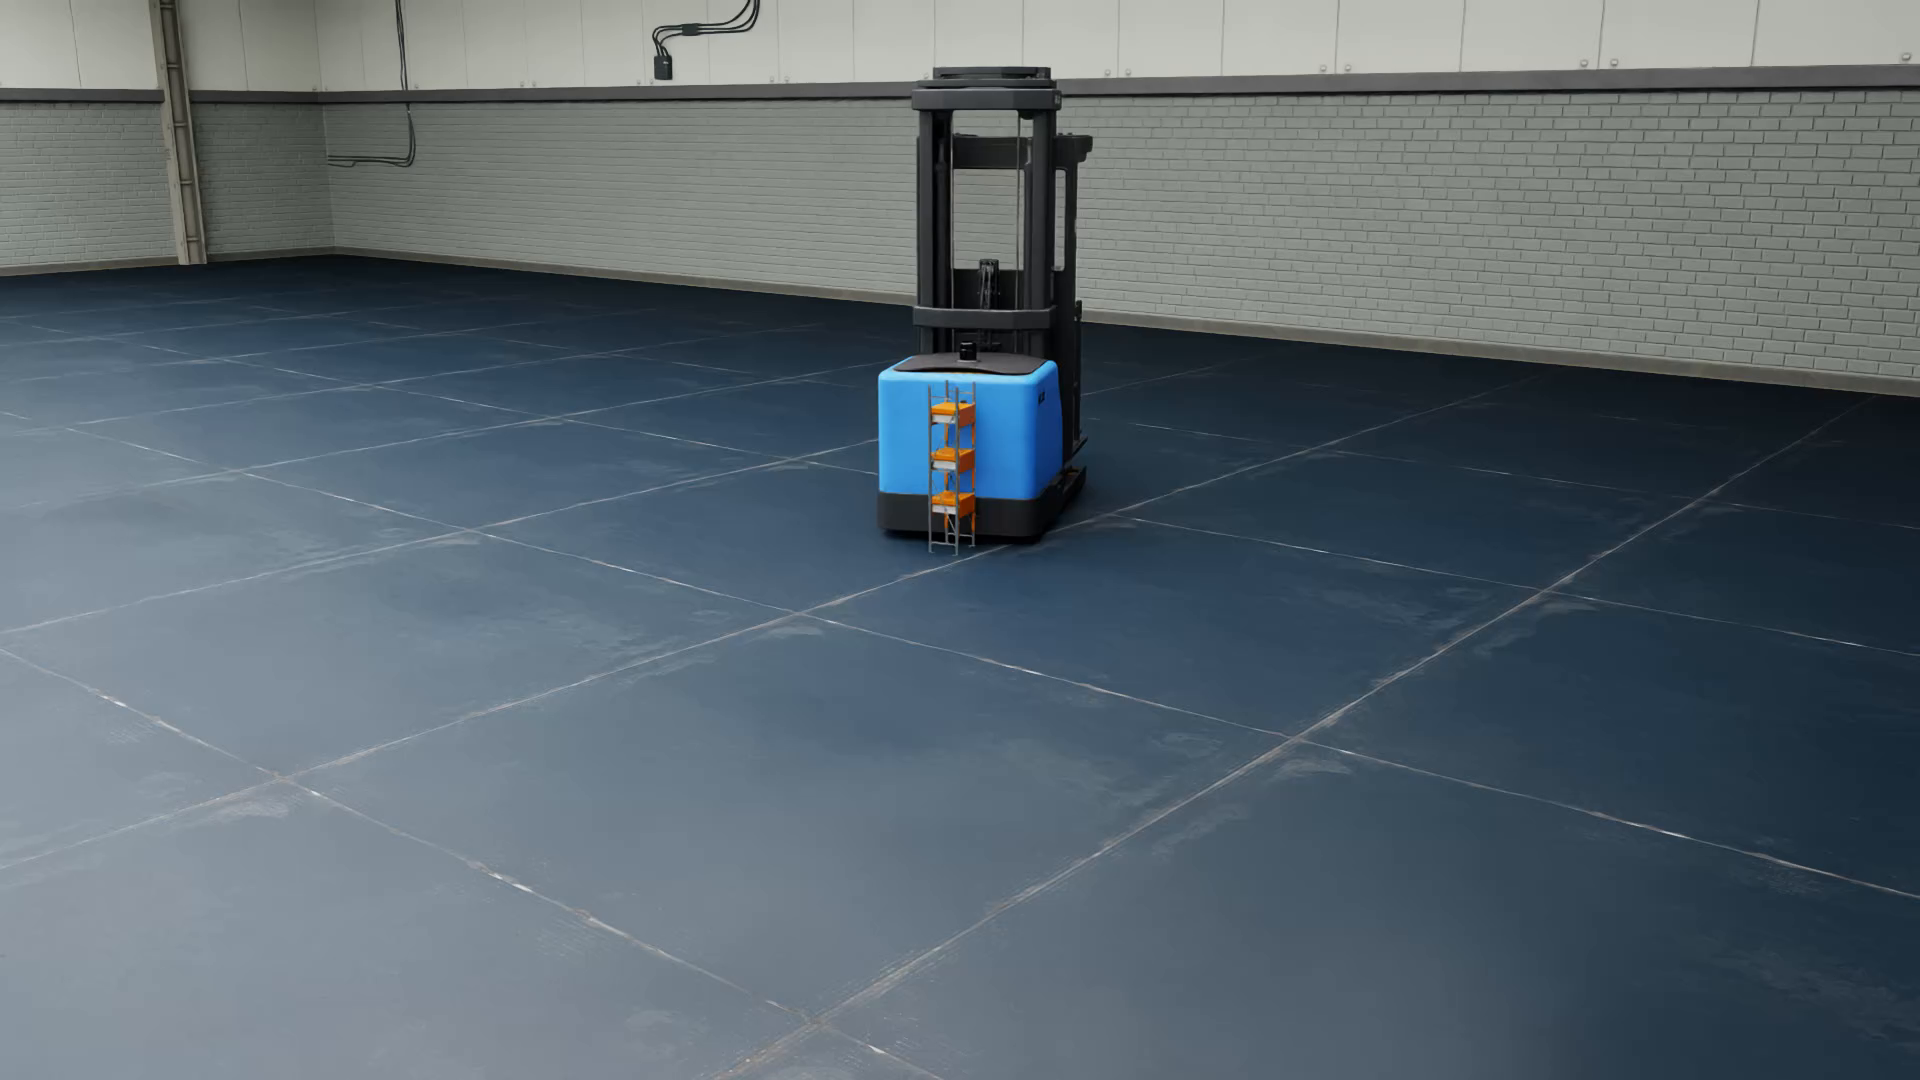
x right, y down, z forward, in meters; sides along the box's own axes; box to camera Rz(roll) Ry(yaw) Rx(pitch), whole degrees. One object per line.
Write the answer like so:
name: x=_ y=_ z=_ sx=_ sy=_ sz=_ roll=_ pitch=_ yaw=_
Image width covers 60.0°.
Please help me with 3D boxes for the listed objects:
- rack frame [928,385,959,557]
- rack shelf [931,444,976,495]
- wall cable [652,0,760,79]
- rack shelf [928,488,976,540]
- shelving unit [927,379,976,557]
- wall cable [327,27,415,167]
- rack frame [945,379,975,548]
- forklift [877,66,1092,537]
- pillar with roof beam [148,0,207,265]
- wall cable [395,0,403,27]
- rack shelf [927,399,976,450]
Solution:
rack frame: x=-0.101 y=-0.417 z=10.132 sx=0.200 sy=1.050 sz=0.008 roll=6 pitch=16 yaw=24
rack shelf: x=-0.050 y=-0.434 z=10.242 sx=0.215 sy=0.259 sz=0.240 roll=6 pitch=16 yaw=24
wall cable: x=-3.886 y=-9.985 z=24.745 sx=2.305 sy=6.003 sz=0.169 roll=11 pitch=18 yaw=38
rack shelf: x=-0.050 y=-0.165 z=10.310 sx=0.215 sy=0.259 sz=0.240 roll=6 pitch=16 yaw=24
shelving unit: x=-0.050 y=-0.444 z=10.239 sx=0.215 sy=1.050 sz=0.252 roll=6 pitch=16 yaw=24
wall cable: x=-11.260 y=-8.304 z=31.341 sx=3.097 sy=2.526 sz=0.112 roll=11 pitch=18 yaw=38
rack frame: x=0.001 y=-0.472 z=10.347 sx=0.200 sy=1.050 sz=0.008 roll=6 pitch=16 yaw=24
forklift: x=0.300 y=-1.757 z=11.585 sx=1.130 sy=2.935 sz=3.031 roll=3 pitch=15 yaw=13
pillar with roof beam: x=-10.791 y=-8.783 z=26.921 sx=9.100 sy=9.000 sz=0.400 roll=11 pitch=18 yaw=38
wall cable: x=-9.156 y=-10.333 z=29.071 sx=3.097 sy=2.526 sz=0.112 roll=11 pitch=18 yaw=38
rack shelf: x=-0.050 y=-0.709 z=10.172 sx=0.215 sy=0.259 sz=0.240 roll=6 pitch=16 yaw=24
